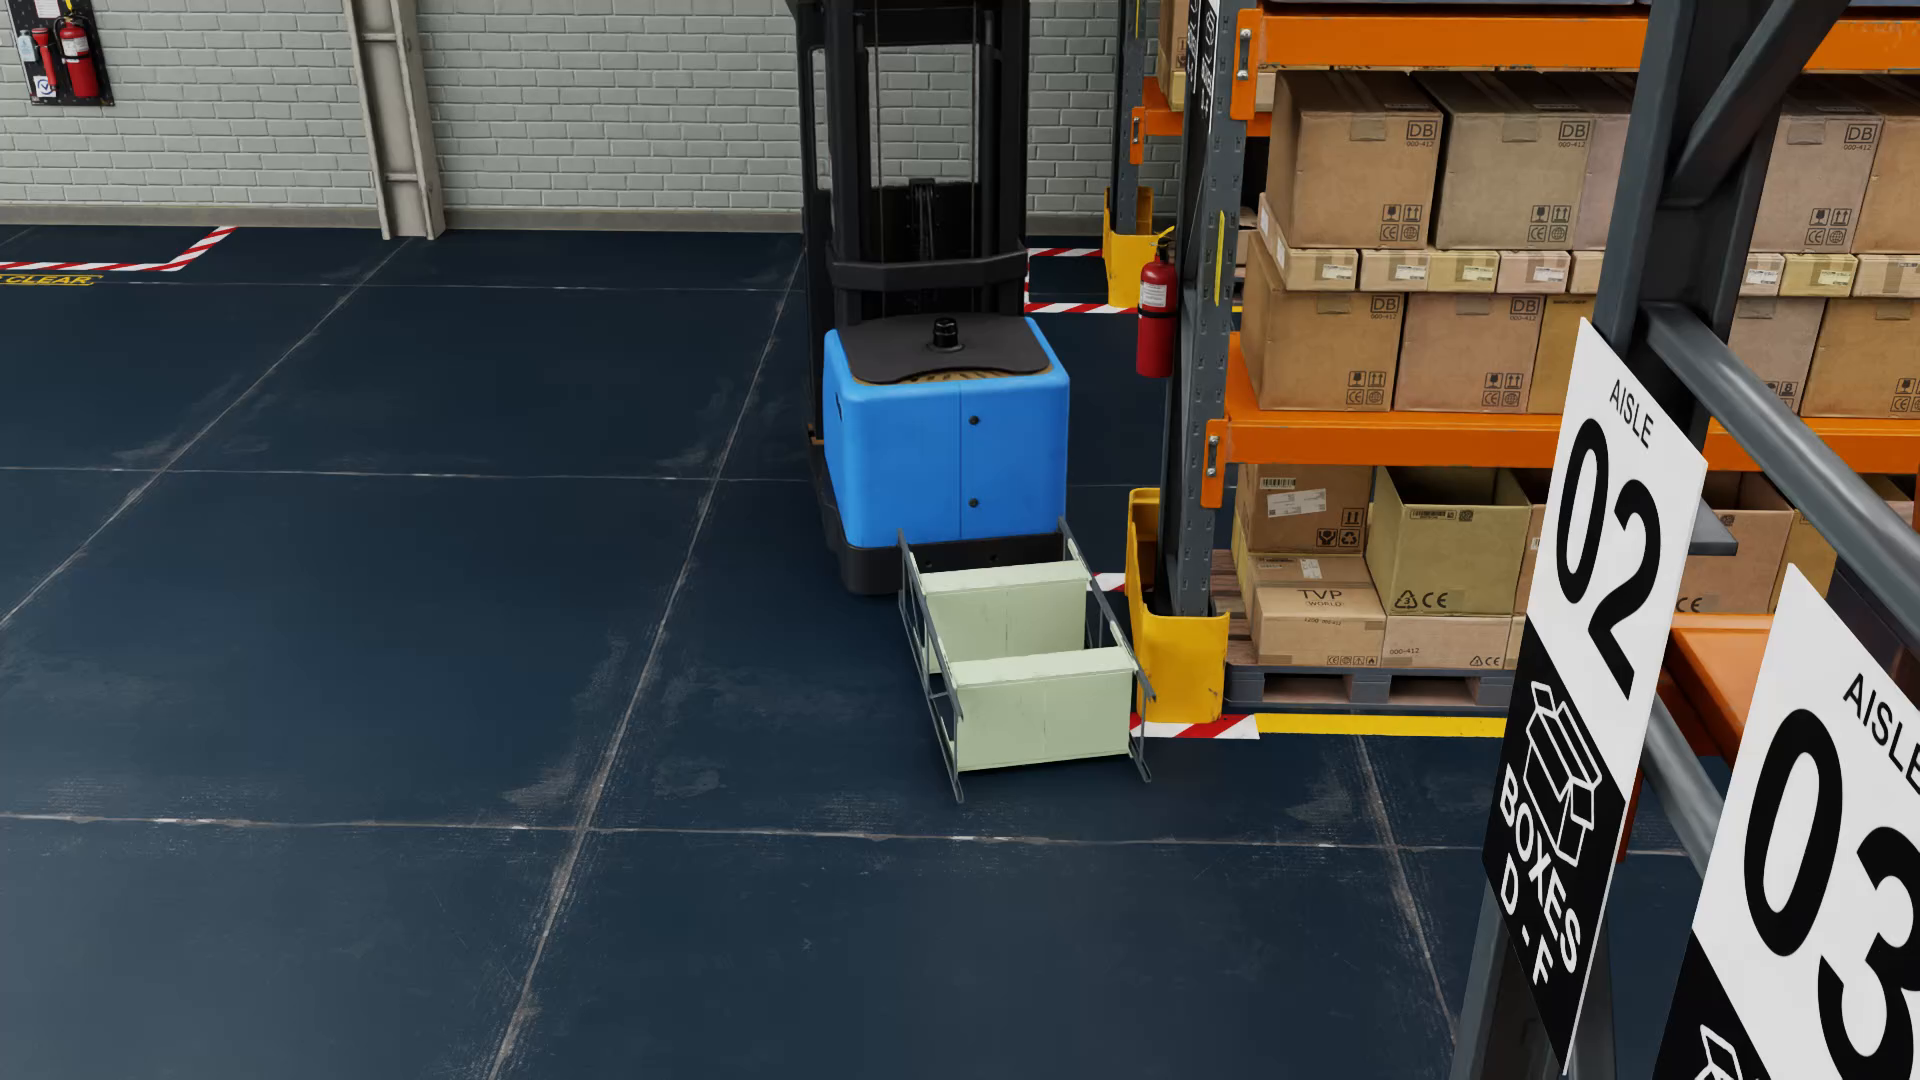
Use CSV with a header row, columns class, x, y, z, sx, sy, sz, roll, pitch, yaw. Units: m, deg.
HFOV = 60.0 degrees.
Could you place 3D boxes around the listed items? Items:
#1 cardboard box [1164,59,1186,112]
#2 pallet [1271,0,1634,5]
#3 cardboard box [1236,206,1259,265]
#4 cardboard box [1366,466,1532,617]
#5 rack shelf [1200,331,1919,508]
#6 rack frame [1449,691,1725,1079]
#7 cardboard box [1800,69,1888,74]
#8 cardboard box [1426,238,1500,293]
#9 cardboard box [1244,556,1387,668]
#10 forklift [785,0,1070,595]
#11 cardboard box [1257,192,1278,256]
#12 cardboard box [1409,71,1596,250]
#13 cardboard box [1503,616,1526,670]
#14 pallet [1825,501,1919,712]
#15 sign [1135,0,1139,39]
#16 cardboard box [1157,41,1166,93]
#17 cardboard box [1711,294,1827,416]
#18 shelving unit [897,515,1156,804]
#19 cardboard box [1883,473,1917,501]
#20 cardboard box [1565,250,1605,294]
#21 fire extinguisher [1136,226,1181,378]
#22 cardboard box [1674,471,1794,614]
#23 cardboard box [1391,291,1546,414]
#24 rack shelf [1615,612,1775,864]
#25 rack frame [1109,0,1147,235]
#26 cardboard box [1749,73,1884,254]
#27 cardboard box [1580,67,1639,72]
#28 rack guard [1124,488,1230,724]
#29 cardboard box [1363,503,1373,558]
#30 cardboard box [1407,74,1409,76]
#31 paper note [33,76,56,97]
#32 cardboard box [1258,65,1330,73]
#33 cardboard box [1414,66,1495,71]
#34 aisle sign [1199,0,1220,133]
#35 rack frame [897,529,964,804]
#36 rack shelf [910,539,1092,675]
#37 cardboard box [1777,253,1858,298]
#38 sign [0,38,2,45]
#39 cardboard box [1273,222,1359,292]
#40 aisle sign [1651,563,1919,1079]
class,x,y,z,sx,sy,sz,roll,pitch,yaw
cardboard box,1.598,-2.951,10.753,0.500,0.250,0.500,0,28,0
pallet,1.656,-2.109,5.917,1.213,0.211,1.003,1,28,2
cardboard box,1.810,-2.118,11.444,0.500,0.311,0.500,-2,28,-4
cardboard box,1.978,-0.028,6.787,0.500,0.500,0.500,1,28,2
rack shelf,2.949,-0.495,6.750,4.000,0.370,1.077,1,28,2
rack frame,0.772,1.472,2.270,0.127,3.000,1.000,1,28,2
cardboard box,5.627,-3.313,10.721,0.500,0.500,0.700,1,28,2
cardboard box,1.848,-1.062,6.251,0.250,0.149,0.380,1,28,2
cardboard box,1.479,0.296,6.976,0.500,0.250,0.500,1,28,2
forklift,-0.262,-1.711,8.348,1.130,2.935,3.031,-5,28,-9
cardboard box,1.339,-1.260,6.625,0.250,0.149,0.380,0,28,1
cardboard box,1.995,-1.443,6.277,0.500,0.500,0.700,0,28,0
cardboard box,2.478,0.311,6.948,0.500,0.250,0.500,1,28,2
pallet,1.595,0.290,1.500,1.213,0.211,1.003,1,28,2
sign,1.103,-3.294,10.336,0.005,0.325,0.100,1,28,2
cardboard box,1.596,-3.191,11.205,0.500,0.250,0.500,1,28,3
cardboard box,2.964,-0.852,6.549,0.500,0.500,0.700,2,28,3
shelving unit,0.227,0.441,6.894,0.755,0.431,1.500,-5,28,-9
cardboard box,3.978,-0.001,6.736,0.500,0.500,0.500,1,28,2
cardboard box,2.367,-1.053,6.235,0.250,0.149,0.380,0,28,0
fire extinguisher,0.849,-1.032,7.076,0.183,0.674,0.296,1,28,2
cardboard box,2.978,-0.009,6.752,0.500,0.500,0.500,1,28,2
cardboard box,1.942,-0.870,6.582,0.500,0.500,0.700,2,28,3
rack shelf,2.771,0.498,1.674,4.000,0.370,1.077,1,28,2
rack frame,1.122,-3.165,11.018,0.127,3.000,1.000,1,28,2
cardboard box,3.000,-1.427,6.247,0.500,0.500,0.700,1,28,2
cardboard box,4.137,-3.241,10.500,0.500,0.500,0.500,1,28,2
rack guard,0.927,0.258,7.230,0.348,0.500,1.175,1,28,2
cardboard box,1.997,0.056,7.429,0.500,0.250,0.500,1,28,2
cardboard box,2.626,-2.938,10.728,0.500,0.250,0.500,1,28,1
paper note,-6.787,-3.362,12.331,0.142,0.148,0.016,1,28,2
cardboard box,2.082,-3.278,10.568,0.500,0.500,0.500,1,28,2
cardboard box,3.114,-3.263,10.541,0.500,0.500,0.500,2,28,3
aisle sign,0.874,-1.853,5.767,0.004,0.787,0.394,1,28,2
rack frame,-0.133,0.472,6.836,0.023,0.400,1.500,-5,28,-9
rack shelf,0.169,0.291,7.178,0.720,0.431,0.370,-5,28,-9
cardboard box,3.134,-1.040,6.210,0.250,0.149,0.380,2,28,3
sign,-7.162,-3.789,12.158,0.234,0.329,0.001,1,28,2
cardboard box,1.335,-1.070,6.266,0.250,0.149,0.380,1,28,1
aisle sign,0.690,0.460,1.405,0.004,0.787,0.394,1,28,2
